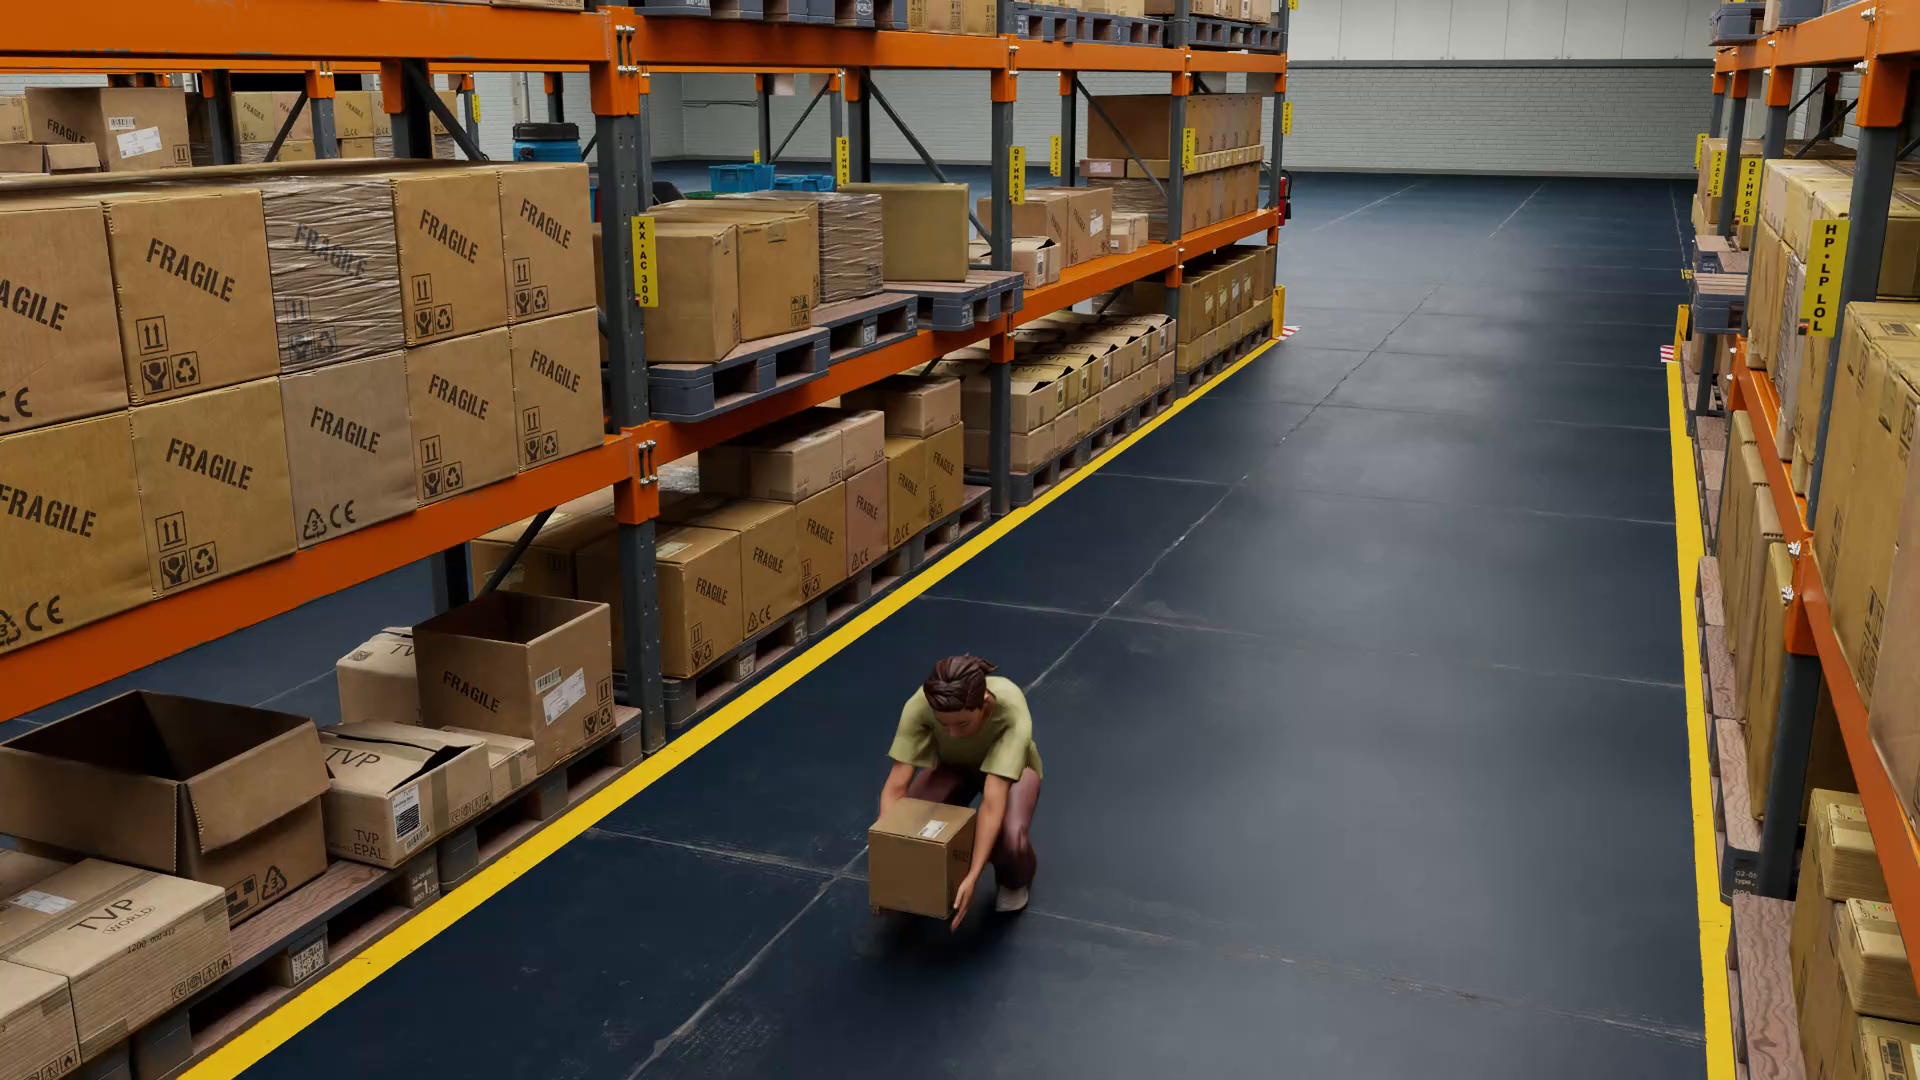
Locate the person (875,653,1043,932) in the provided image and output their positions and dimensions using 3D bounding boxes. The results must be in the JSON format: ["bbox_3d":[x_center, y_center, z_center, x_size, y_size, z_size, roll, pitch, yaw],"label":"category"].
[{"bbox_3d":[0.019,0.743,5.242,0.473,0.940,0.803,6,17,20],"label":"person"}]
